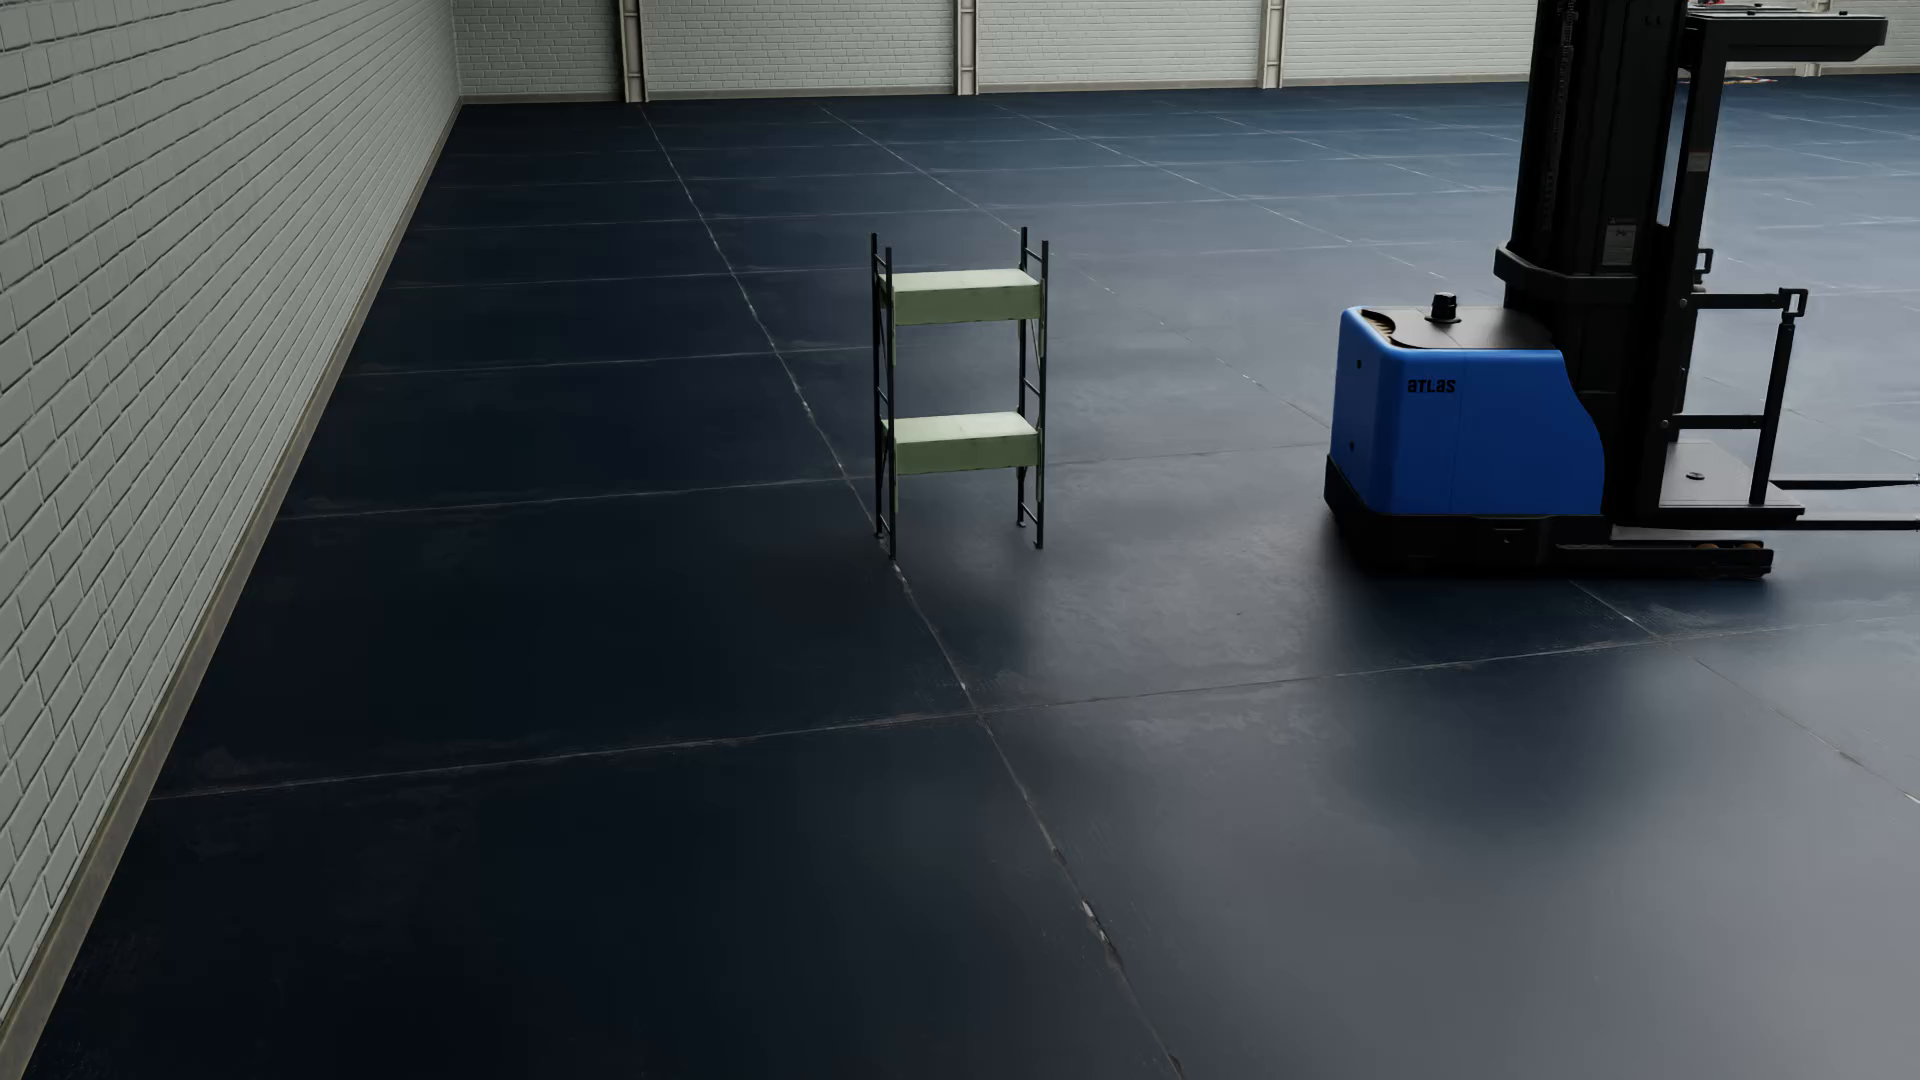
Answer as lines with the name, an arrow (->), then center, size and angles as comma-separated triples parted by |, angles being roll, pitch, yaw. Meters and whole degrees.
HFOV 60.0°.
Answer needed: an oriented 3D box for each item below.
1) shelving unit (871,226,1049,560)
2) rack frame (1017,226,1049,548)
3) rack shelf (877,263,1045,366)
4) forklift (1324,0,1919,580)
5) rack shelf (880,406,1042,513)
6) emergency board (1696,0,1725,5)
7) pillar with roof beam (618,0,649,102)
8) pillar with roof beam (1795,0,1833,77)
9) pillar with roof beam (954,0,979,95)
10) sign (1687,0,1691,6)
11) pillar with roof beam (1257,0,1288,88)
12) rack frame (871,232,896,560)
shelving unit -> -0.006, -0.704, 7.973 | 0.755, 1.500, 0.431 | -5, 21, -12
rack frame -> 0.350, -0.733, 8.052 | 0.023, 1.500, 0.400 | -5, 21, -12
rack shelf -> -0.006, -1.070, 7.838 | 0.720, 0.370, 0.431 | -5, 21, -12
forklift -> 3.397, -1.376, 7.726 | 3.031, 2.935, 1.130 | 0, 20, 0
rack shelf -> -0.006, -0.398, 8.085 | 0.720, 0.370, 0.431 | -5, 21, -12
emergency board -> 15.219, -10.889, 33.597 | 0.643, 1.169, 0.194 | -5, 21, -12
pillar with roof beam -> -4.732, -10.548, 23.945 | 0.400, 9.000, 9.100 | -5, 21, -12
pillar with roof beam -> 18.623, -12.448, 29.131 | 0.400, 9.000, 9.100 | -5, 21, -12
pillar with roof beam -> 1.107, -11.023, 25.241 | 0.400, 9.000, 9.100 | -5, 21, -12
sign -> 14.657, -10.897, 33.566 | 0.234, 0.329, 0.001 | -5, 21, -12
pillar with roof beam -> 6.945, -11.498, 26.538 | 0.400, 9.000, 9.100 | -5, 21, -12
rack frame -> -0.363, -0.675, 7.894 | 0.023, 1.500, 0.400 | -5, 21, -12
